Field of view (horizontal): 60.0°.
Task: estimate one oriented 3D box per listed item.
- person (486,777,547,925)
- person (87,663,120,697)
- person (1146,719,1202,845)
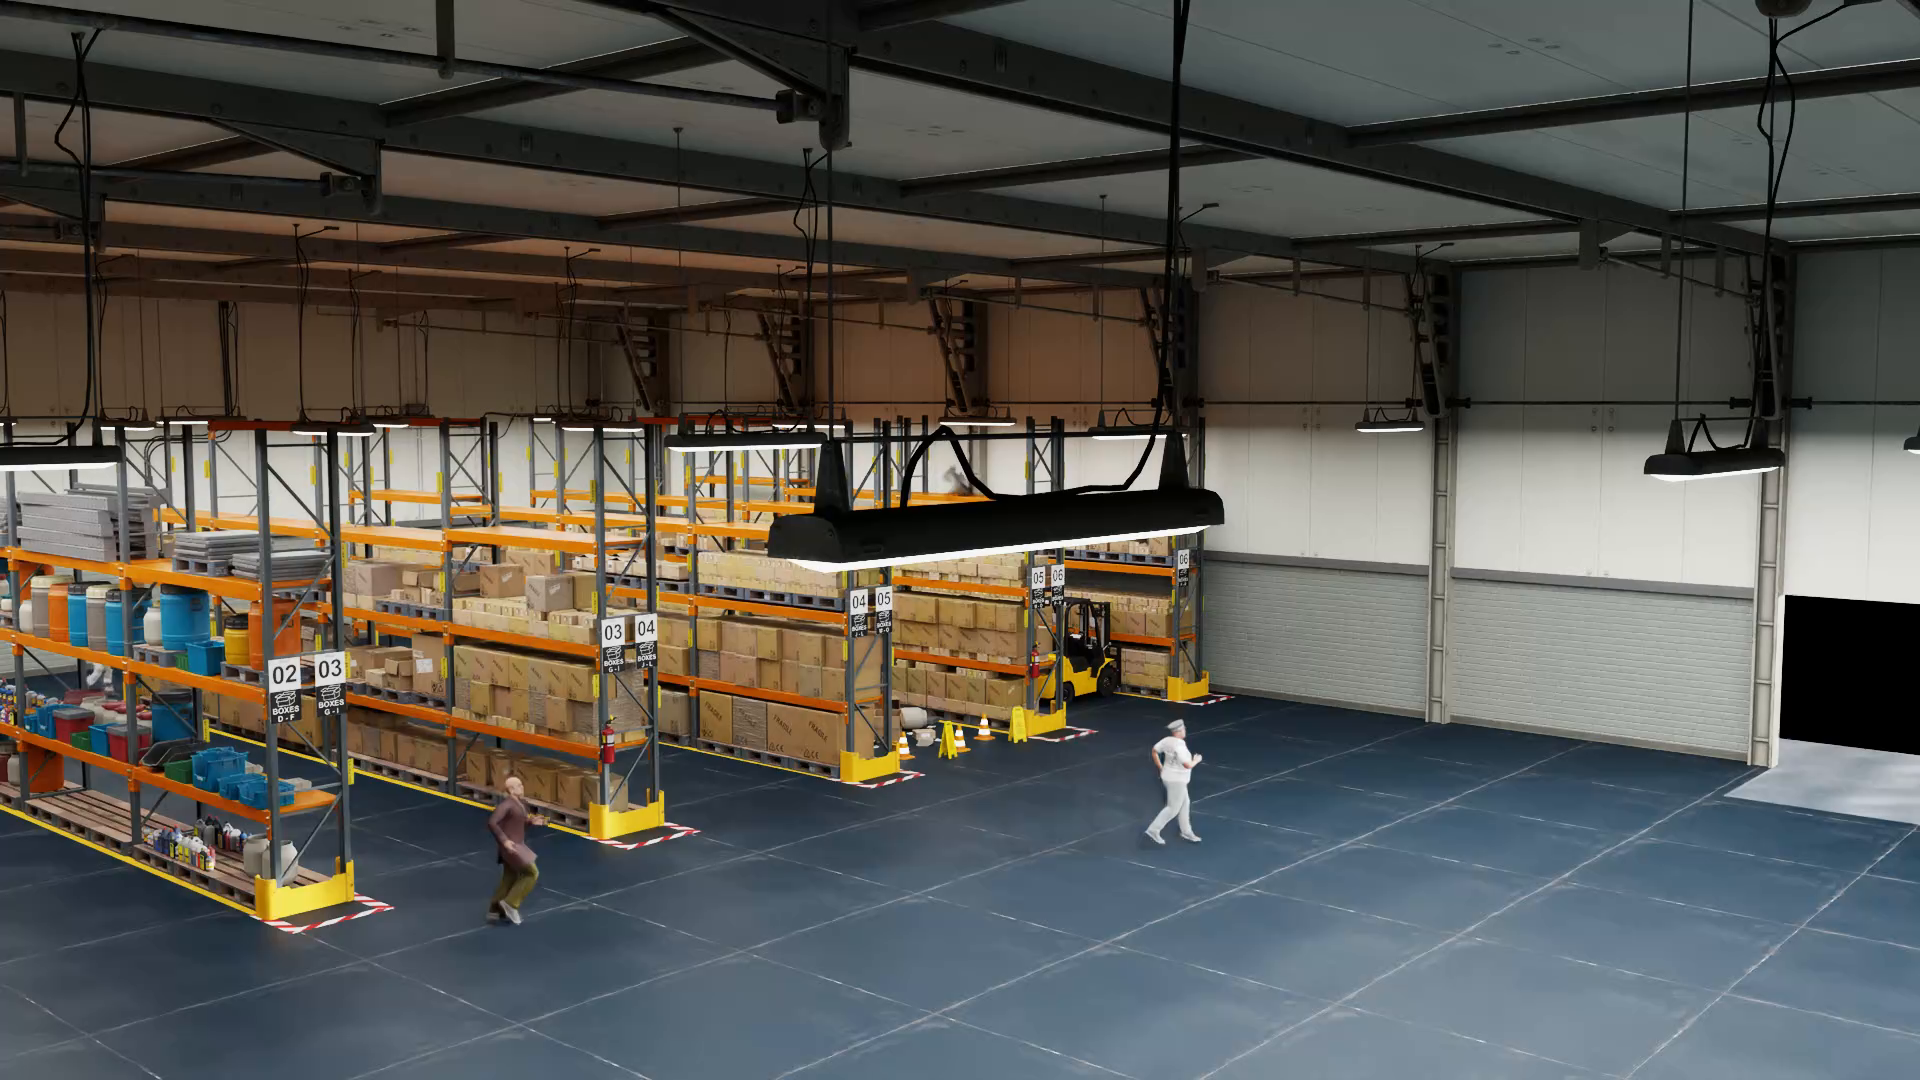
[{"bbox_3d":[-5.412,3.773,20.285,0.744,1.788,0.676,-1,5,-13],"label":"person"},{"bbox_3d":[-18.332,2.484,35.414,0.804,1.828,0.682,-4,6,-42],"label":"person"},{"bbox_3d":[3.057,3.457,23.712,0.909,1.815,0.681,-1,5,-15],"label":"person"}]
